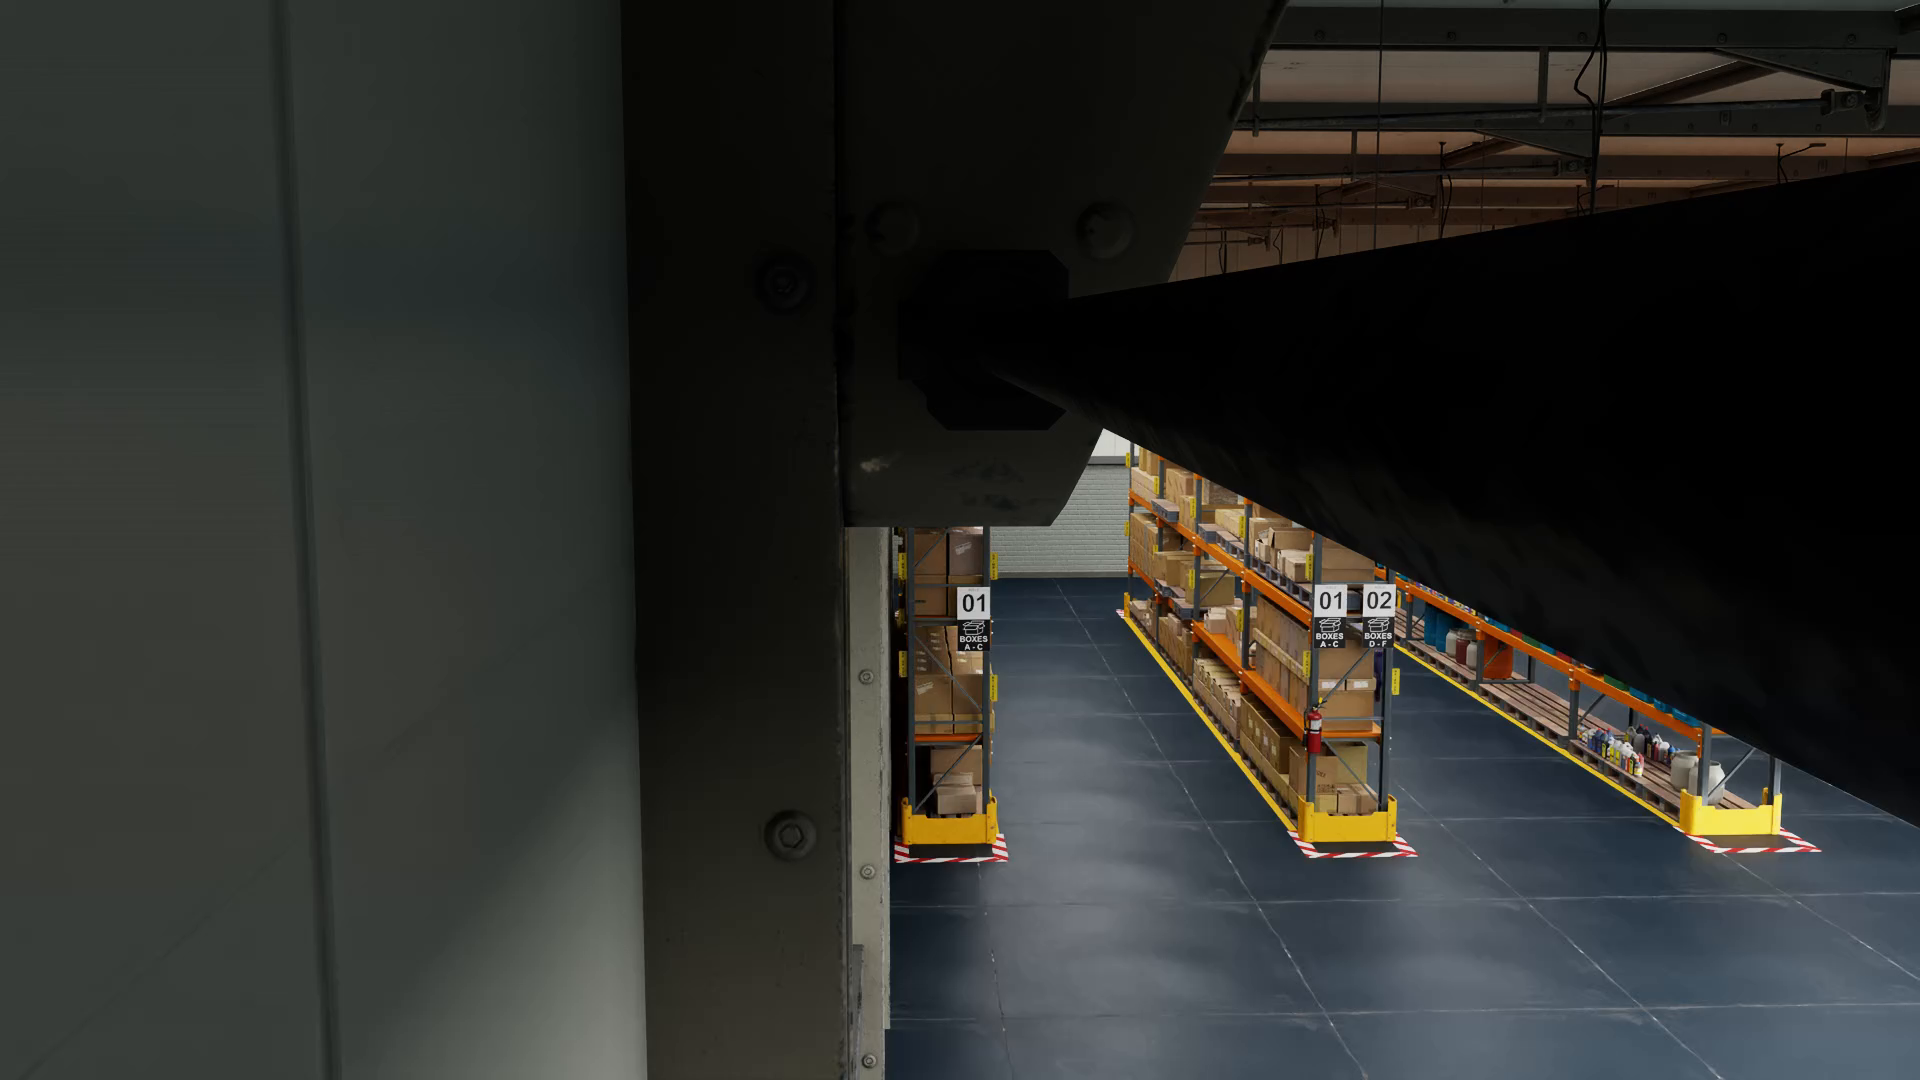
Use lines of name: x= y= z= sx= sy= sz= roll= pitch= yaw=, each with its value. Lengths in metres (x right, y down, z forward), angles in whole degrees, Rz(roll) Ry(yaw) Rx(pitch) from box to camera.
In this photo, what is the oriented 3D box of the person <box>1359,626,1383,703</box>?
person: x=6.912 y=1.983 z=27.743 sx=0.593 sy=1.609 sz=0.577 roll=0 pitch=7 yaw=-3
